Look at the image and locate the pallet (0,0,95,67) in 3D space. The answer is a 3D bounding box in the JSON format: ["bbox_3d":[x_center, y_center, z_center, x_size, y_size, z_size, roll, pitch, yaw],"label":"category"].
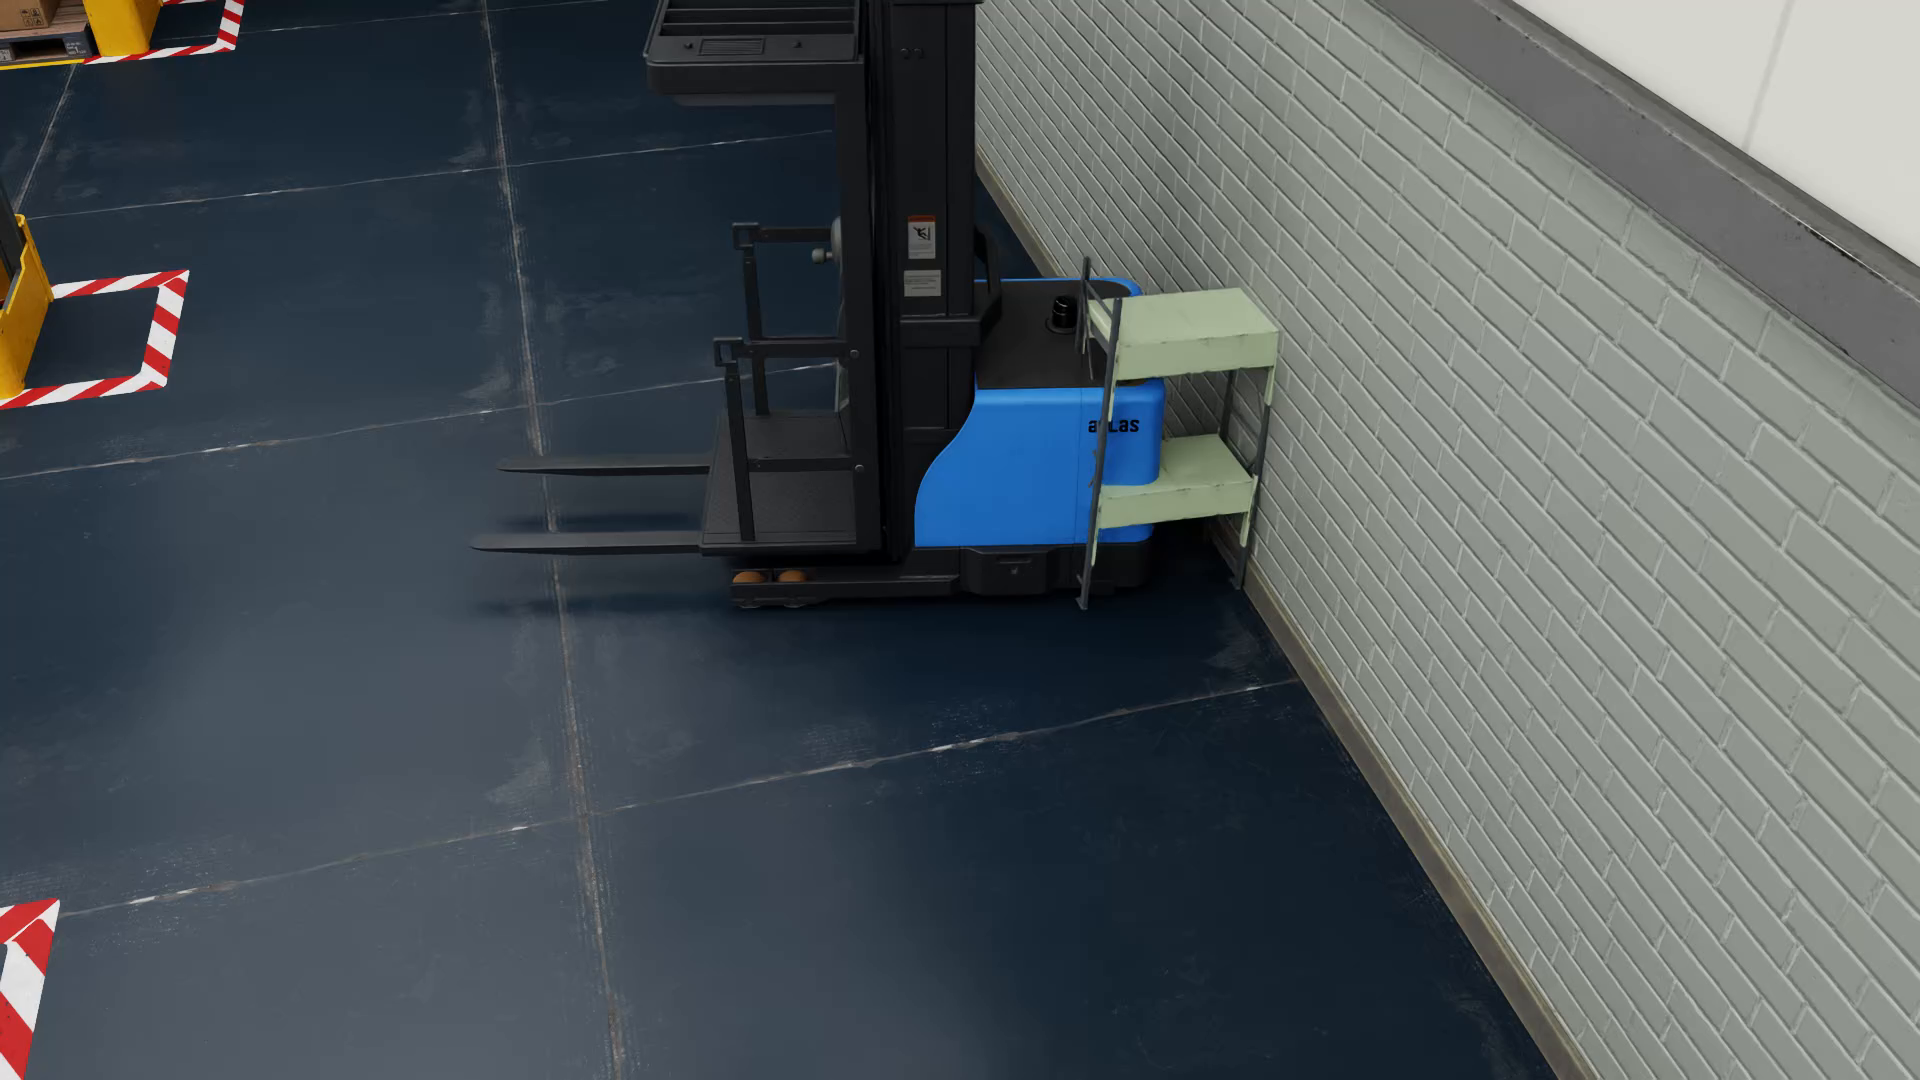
[{"bbox_3d":[-7.222,-3.895,12.668,1.213,0.211,1.003,-9,38,-12],"label":"pallet"}]

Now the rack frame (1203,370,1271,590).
[{"bbox_3d":[1.232,-0.505,7.186,0.023,1.500,0.400,-7,36,-14],"label":"rack frame"}]

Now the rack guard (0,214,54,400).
[{"bbox_3d":[-5.249,-1.265,8.993,0.348,0.500,1.175,-9,38,-12],"label":"rack guard"}]

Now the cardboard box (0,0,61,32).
[{"bbox_3d":[-7.120,-4.180,12.457,0.500,0.500,0.700,-9,38,-12],"label":"cardboard box"}]

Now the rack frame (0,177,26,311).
[{"bbox_3d":[-5.176,-2.270,8.249,0.127,3.000,1.000,-9,38,-12],"label":"rack frame"}]

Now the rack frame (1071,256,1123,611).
[{"bbox_3d":[0.528,-0.421,7.003,0.023,1.500,0.400,-7,36,-14],"label":"rack frame"}]

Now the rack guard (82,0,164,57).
[{"bbox_3d":[-6.447,-4.186,12.811,0.348,0.500,1.175,-9,38,-12],"label":"rack guard"}]

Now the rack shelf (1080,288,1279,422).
[{"bbox_3d":[0.899,-0.784,6.874,0.720,0.370,0.431,-7,36,-14],"label":"rack shelf"}]

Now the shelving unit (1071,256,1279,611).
[{"bbox_3d":[0.880,-0.463,7.094,0.755,1.500,0.431,-7,36,-14],"label":"shelving unit"}]

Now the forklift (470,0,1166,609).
[{"bbox_3d":[-0.665,-1.189,6.891,3.031,2.935,1.130,-1,37,-1],"label":"forklift"}]

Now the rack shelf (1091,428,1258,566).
[{"bbox_3d":[0.864,-0.195,7.279,0.720,0.370,0.431,-7,36,-14],"label":"rack shelf"}]
